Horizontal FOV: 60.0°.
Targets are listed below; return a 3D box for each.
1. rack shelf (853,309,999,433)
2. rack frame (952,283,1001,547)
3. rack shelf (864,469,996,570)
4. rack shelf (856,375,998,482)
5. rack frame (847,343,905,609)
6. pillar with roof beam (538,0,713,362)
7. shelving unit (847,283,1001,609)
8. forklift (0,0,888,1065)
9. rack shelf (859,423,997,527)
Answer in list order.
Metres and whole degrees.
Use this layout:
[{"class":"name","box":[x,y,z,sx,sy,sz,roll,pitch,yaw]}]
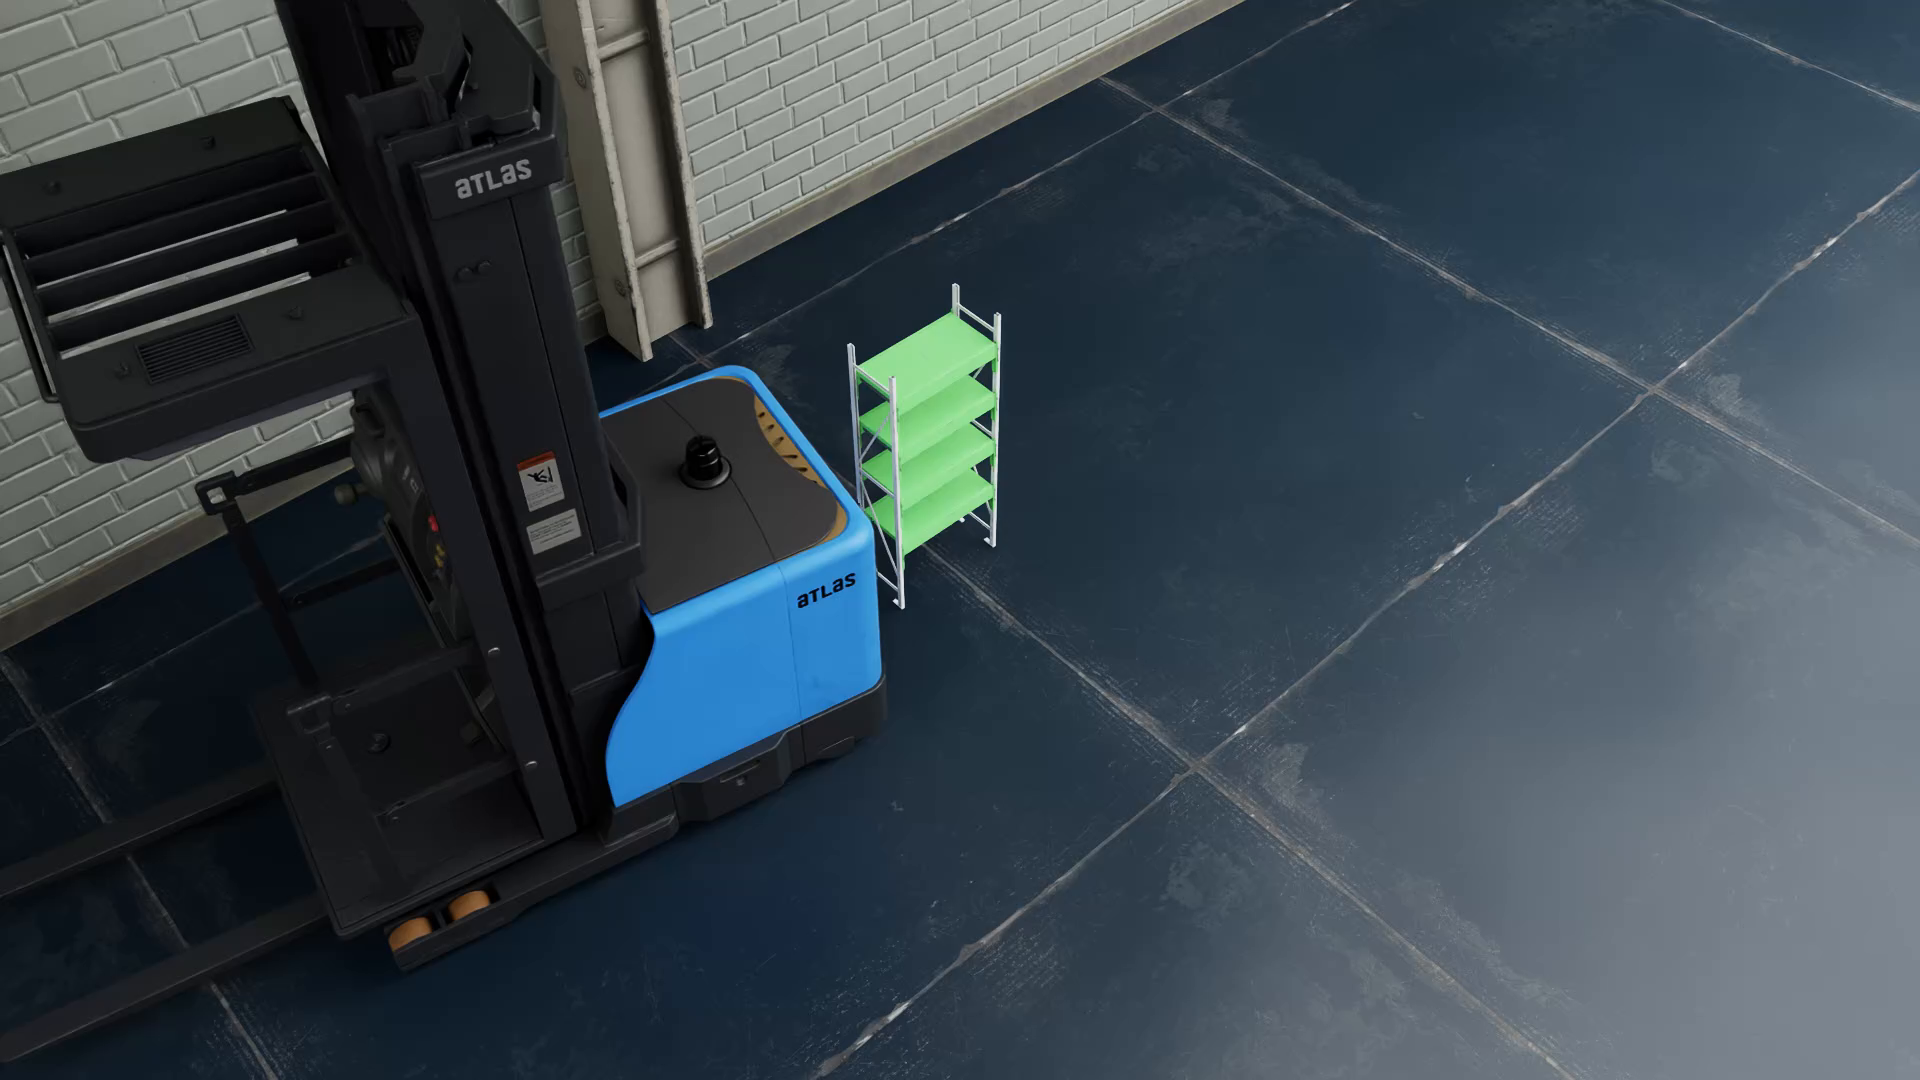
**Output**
[{"class":"rack shelf","box":[-0.122,-0.607,5.928,0.480,0.148,0.258,-34,56,-27]},{"class":"rack frame","box":[0.058,-0.446,6.345,0.015,1.200,0.240,-34,56,-27]},{"class":"rack shelf","box":[-0.122,-0.119,6.457,0.480,0.148,0.258,-34,56,-27]},{"class":"rack shelf","box":[-0.122,-0.444,6.104,0.480,0.148,0.258,-34,56,-27]},{"class":"rack frame","box":[-0.303,-0.204,6.122,0.015,1.200,0.240,-34,56,-27]},{"class":"pillar with roof beam","box":[1.512,-1.691,2.188,0.400,9.000,9.100,-34,56,-27]},{"class":"shelving unit","box":[-0.122,-0.325,6.233,0.503,1.200,0.258,-34,56,-27]},{"class":"forklift","box":[-1.792,-0.046,4.798,3.031,2.935,1.130,-24,52,-20]},{"class":"rack shelf","box":[-0.122,-0.282,6.280,0.480,0.148,0.258,-34,56,-27]}]
